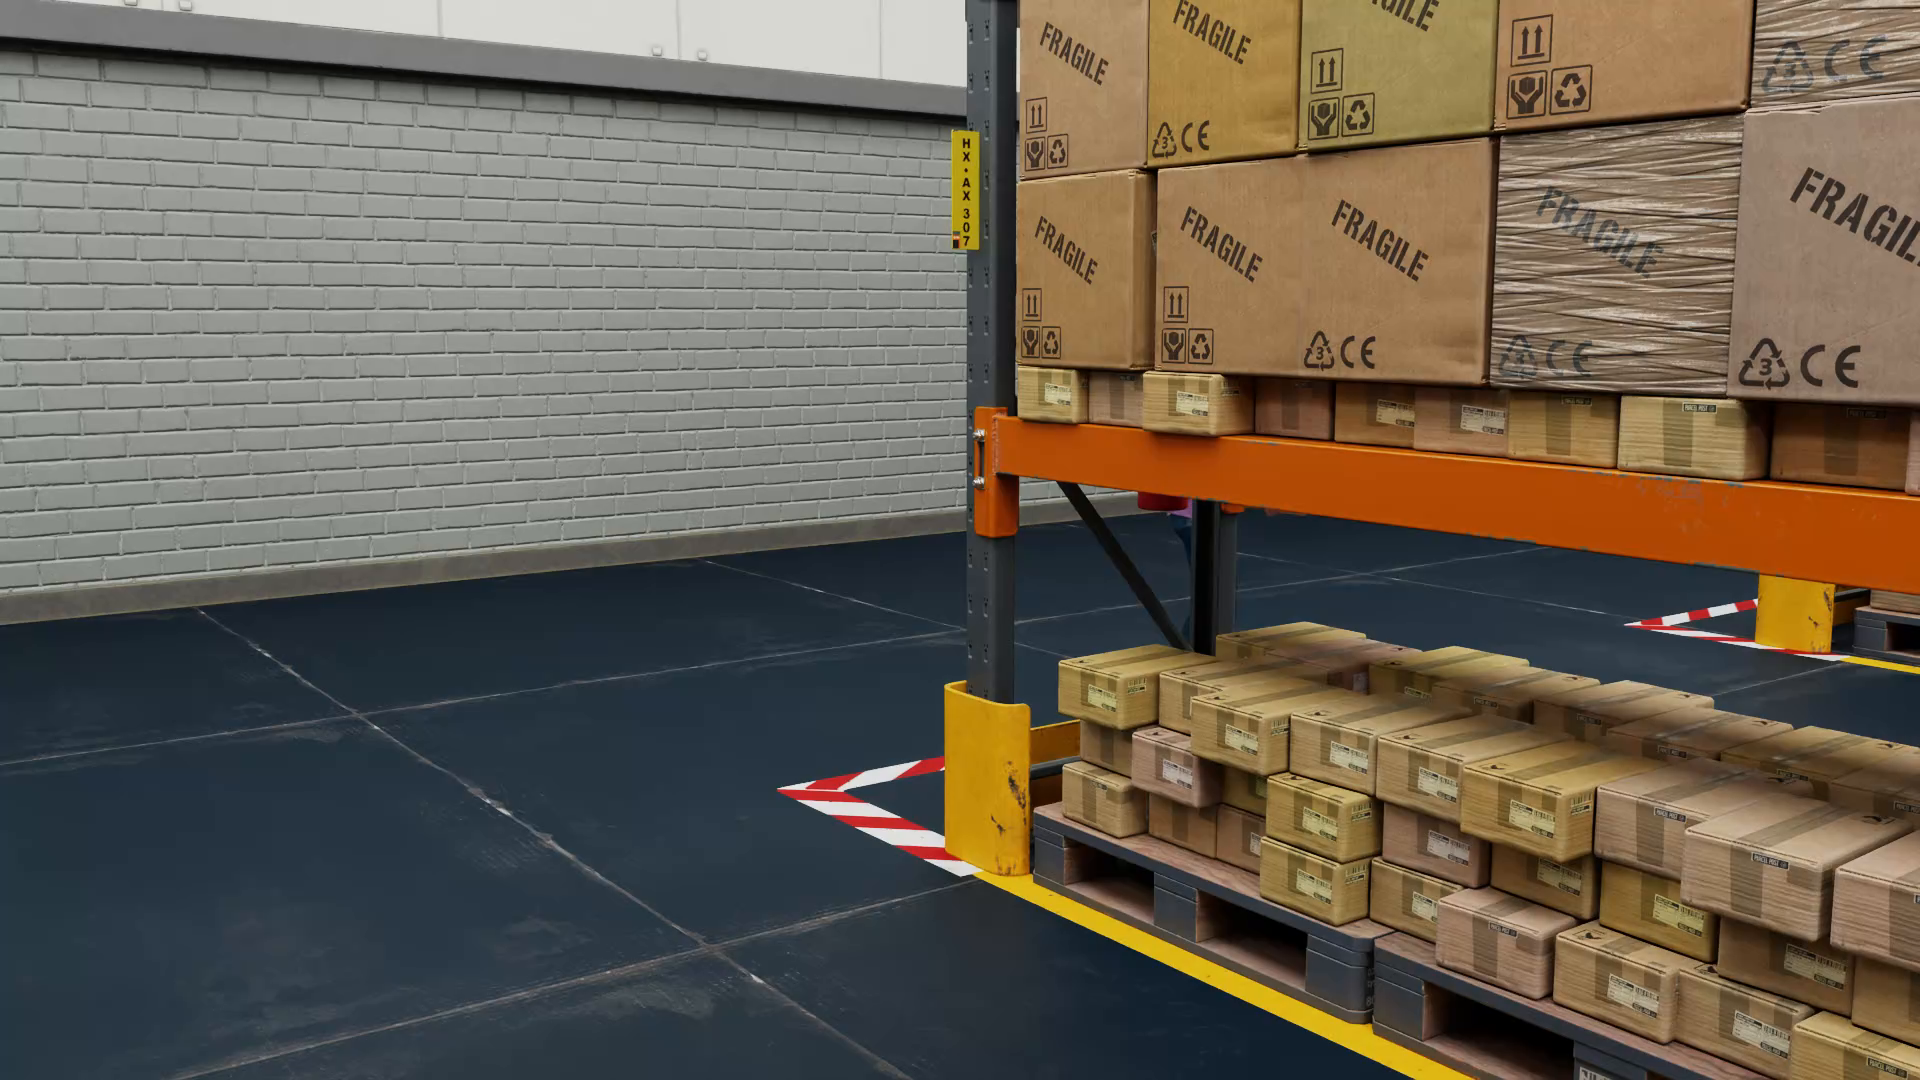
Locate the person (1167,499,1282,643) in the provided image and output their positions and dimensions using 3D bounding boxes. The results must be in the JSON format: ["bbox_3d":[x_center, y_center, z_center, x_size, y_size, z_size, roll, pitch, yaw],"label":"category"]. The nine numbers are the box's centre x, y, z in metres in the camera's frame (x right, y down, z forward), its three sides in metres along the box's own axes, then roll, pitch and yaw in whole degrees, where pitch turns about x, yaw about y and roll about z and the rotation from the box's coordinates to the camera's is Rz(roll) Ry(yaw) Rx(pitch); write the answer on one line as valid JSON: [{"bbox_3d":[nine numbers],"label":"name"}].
[{"bbox_3d":[1.045,-0.082,6.453,0.494,1.594,0.404,2,8,11],"label":"person"}]
